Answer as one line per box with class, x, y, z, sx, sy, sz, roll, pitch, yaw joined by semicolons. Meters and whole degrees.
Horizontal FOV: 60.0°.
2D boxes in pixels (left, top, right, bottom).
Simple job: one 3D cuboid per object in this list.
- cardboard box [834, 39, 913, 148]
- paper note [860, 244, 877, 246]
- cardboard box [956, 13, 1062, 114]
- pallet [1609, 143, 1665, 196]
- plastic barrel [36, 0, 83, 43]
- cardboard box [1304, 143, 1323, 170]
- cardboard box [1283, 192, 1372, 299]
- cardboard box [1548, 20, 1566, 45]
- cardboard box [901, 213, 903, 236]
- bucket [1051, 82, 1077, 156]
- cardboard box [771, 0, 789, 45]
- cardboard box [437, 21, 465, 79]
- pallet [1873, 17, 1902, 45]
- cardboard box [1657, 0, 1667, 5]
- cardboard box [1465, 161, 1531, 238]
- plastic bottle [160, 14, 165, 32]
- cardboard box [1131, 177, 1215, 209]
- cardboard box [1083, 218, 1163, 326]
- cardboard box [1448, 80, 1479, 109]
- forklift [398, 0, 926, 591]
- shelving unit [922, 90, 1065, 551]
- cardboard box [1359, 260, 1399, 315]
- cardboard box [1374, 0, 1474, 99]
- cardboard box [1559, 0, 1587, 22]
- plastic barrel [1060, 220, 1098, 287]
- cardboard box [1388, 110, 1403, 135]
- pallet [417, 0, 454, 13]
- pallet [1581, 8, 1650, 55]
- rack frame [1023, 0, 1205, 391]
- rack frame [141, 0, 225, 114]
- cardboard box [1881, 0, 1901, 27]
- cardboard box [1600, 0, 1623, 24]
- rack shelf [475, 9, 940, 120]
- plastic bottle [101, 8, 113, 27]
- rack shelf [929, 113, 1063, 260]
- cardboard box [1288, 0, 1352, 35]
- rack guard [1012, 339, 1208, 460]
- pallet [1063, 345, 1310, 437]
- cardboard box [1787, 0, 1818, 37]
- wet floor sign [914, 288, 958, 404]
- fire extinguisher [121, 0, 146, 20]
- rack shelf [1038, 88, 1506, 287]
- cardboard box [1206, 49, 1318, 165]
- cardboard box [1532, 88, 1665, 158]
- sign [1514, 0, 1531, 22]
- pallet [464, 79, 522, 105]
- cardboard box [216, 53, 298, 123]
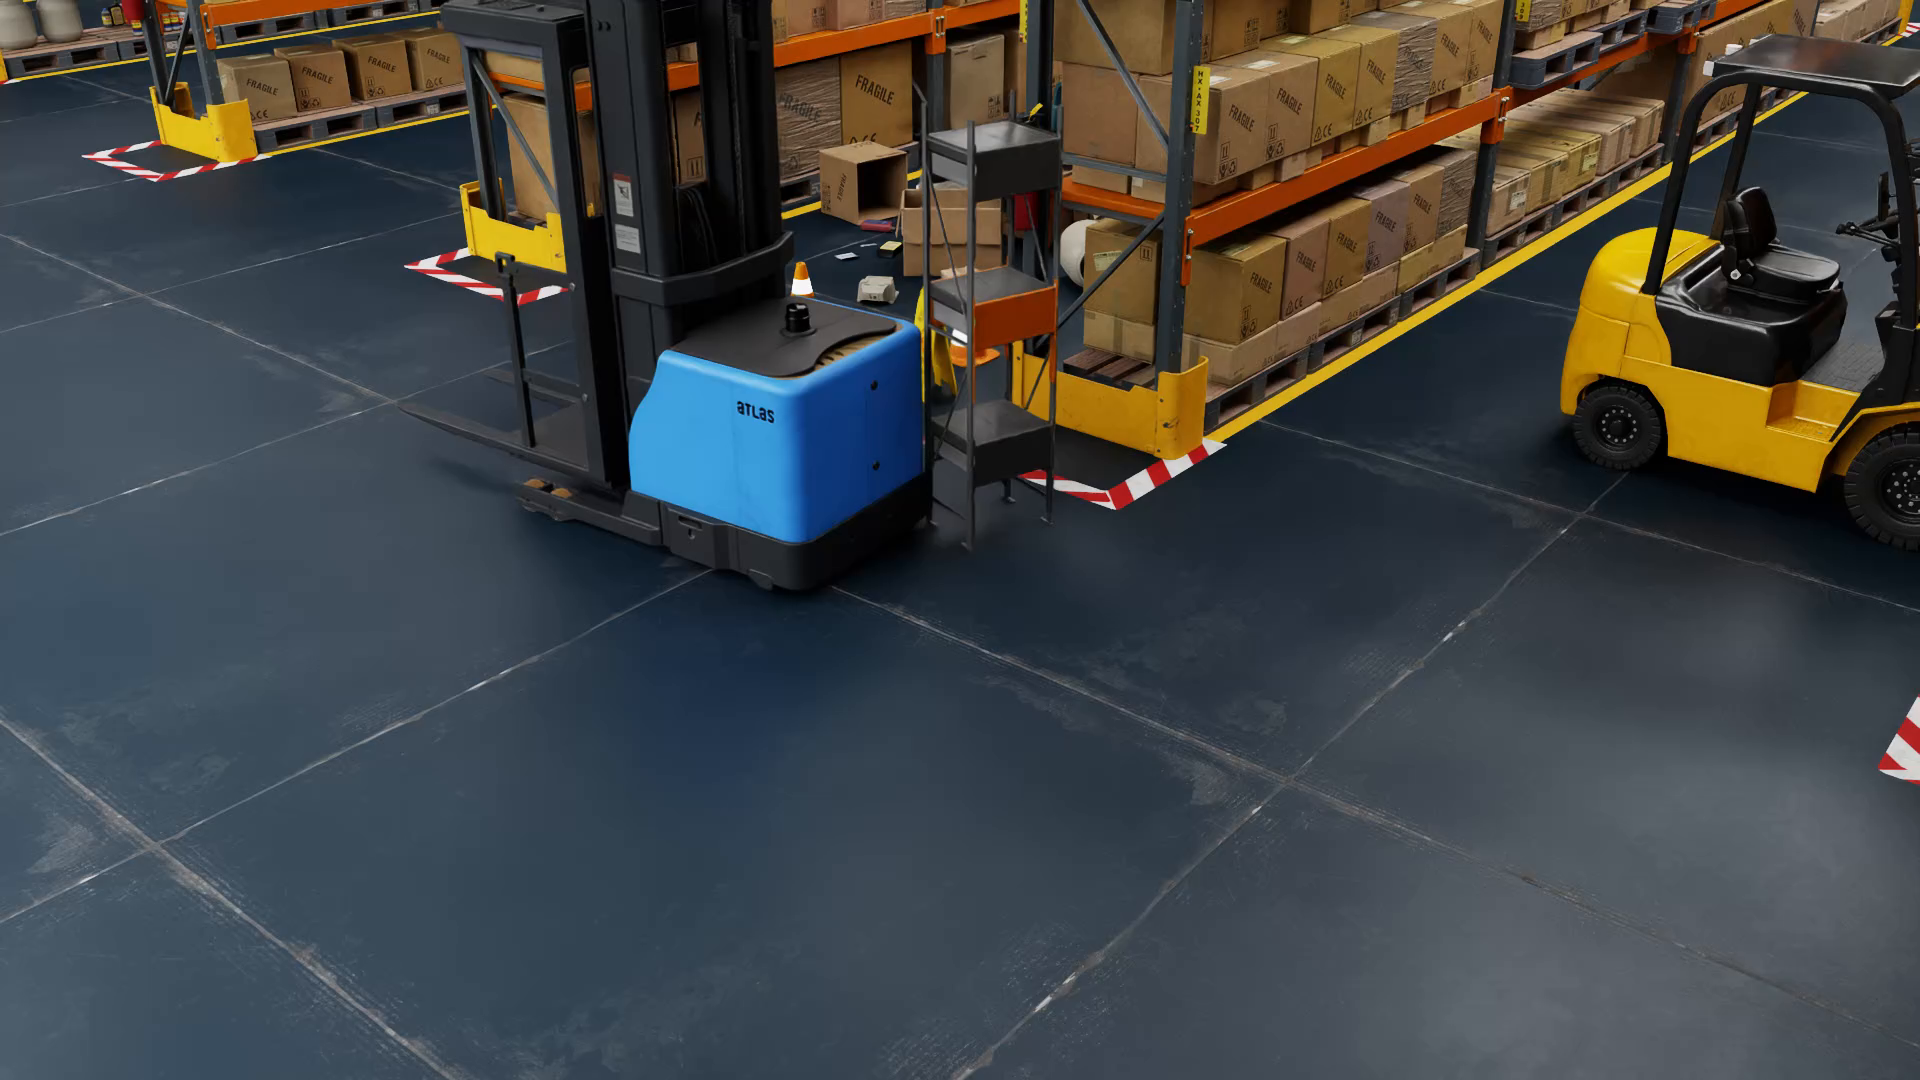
cardboard box;-1.021;-3.832;14.248;0.875;0.875;0.875;21;34;35
paper note;-0.690;-2.225;12.539;0.123;0.001;0.032;-10;29;-18
cardboard box;0.375;-4.566;15.803;1.050;0.750;0.750;21;34;34
pallet;5.363;-3.284;14.368;1.003;0.211;1.213;21;34;34
plastic barrel;-10.017;-5.821;18.488;0.421;0.512;0.421;0;27;0
cardboard box;1.865;-2.253;9.614;0.380;0.149;0.250;22;34;36
cardboard box;2.169;-1.837;10.255;0.500;0.500;0.500;22;34;35
cardboard box;4.078;-3.645;11.848;0.380;0.149;0.250;22;34;35
cardboard box;-0.239;-2.429;12.657;0.258;0.266;0.396;-21;34;-35
bucket;1.126;-3.291;13.255;0.620;0.611;0.726;-5;26;-32
cardboard box;-1.819;-4.148;12.840;0.875;0.550;0.500;21;34;34
cardboard box;-4.974;-5.018;16.948;0.500;0.500;0.500;-16;31;-28
pallet;10.502;-6.090;19.793;1.003;0.211;1.213;21;34;34
cardboard box;5.428;-4.383;13.275;0.380;0.149;0.250;19;33;32
cardboard box;3.649;-2.587;12.388;0.950;0.372;0.625;21;34;35
plastic bottle;-9.144;-5.922;18.910;0.061;0.283;0.133;21;34;35
cardboard box;1.149;-1.911;8.952;0.380;0.149;0.250;21;34;35
cardboard box;1.081;-1.621;9.838;0.500;0.500;0.500;21;34;35
cardboard box;3.195;-2.975;11.011;0.380;0.149;0.250;22;34;35
forklift;-1.674;-1.577;8.109;3.031;2.935;1.130;17;32;30
shelving unit;0.148;-1.018;7.932;0.503;2.100;0.431;-17;32;-30
cardboard box;2.490;-1.687;10.782;0.500;0.250;0.500;21;34;35
cardboard box;2.904;-3.142;10.627;0.500;0.500;0.500;22;35;36
cardboard box;4.155;-4.004;11.835;0.500;0.500;0.500;21;34;35
plastic barrel;0.918;-1.993;11.642;0.421;0.421;0.512;-5;28;-9
cardboard box;2.518;-2.623;10.329;0.380;0.149;0.250;20;33;34
pallet;-6.906;-7.210;21.958;1.003;0.211;1.213;21;34;34
pallet;4.634;-4.000;12.926;1.003;0.211;1.213;21;34;34
rack frame;0.773;-1.962;8.779;1.000;3.000;0.127;21;34;34
rack frame;-6.874;-4.859;14.377;1.000;3.000;0.127;21;34;34
cardboard box;10.607;-6.420;19.728;0.875;0.438;0.875;19;33;33
cardboard box;4.763;-4.013;12.559;0.380;0.149;0.250;22;35;36
rack shelf;-1.839;-3.763;13.042;1.077;0.370;4.000;21;34;34
plastic bottle;-9.866;-6.038;19.224;0.097;0.201;0.097;0;27;0
rack shelf;0.148;-1.627;7.617;0.480;0.518;0.431;-17;32;-30
cardboard box;1.926;-3.352;9.945;0.700;0.500;0.500;21;34;34
rack guard;0.821;-0.879;9.405;1.175;0.500;0.348;21;34;34
pallet;1.365;-1.028;10.008;1.003;0.211;1.213;21;34;34
cardboard box;8.073;-5.217;16.925;0.875;0.875;0.875;22;35;36
wet floor sign;-0.174;-1.162;9.794;0.232;0.644;0.267;-15;31;-27
fire extinguisher;-7.302;-4.918;14.577;0.296;0.674;0.183;21;34;34
rack shelf;2.045;-2.352;10.315;1.077;0.370;4.000;21;34;34
cardboard box;1.615;-2.410;9.212;0.500;0.500;0.500;22;35;36
cardboard box;5.494;-3.621;14.387;0.950;0.372;0.625;18;32;31
sign;3.741;-3.609;11.020;0.100;0.325;0.005;21;34;34
pallet;-4.730;-4.790;17.279;1.003;0.211;1.213;21;34;34
cardboard box;-6.464;-4.151;15.274;0.500;0.500;0.500;-21;34;-35
